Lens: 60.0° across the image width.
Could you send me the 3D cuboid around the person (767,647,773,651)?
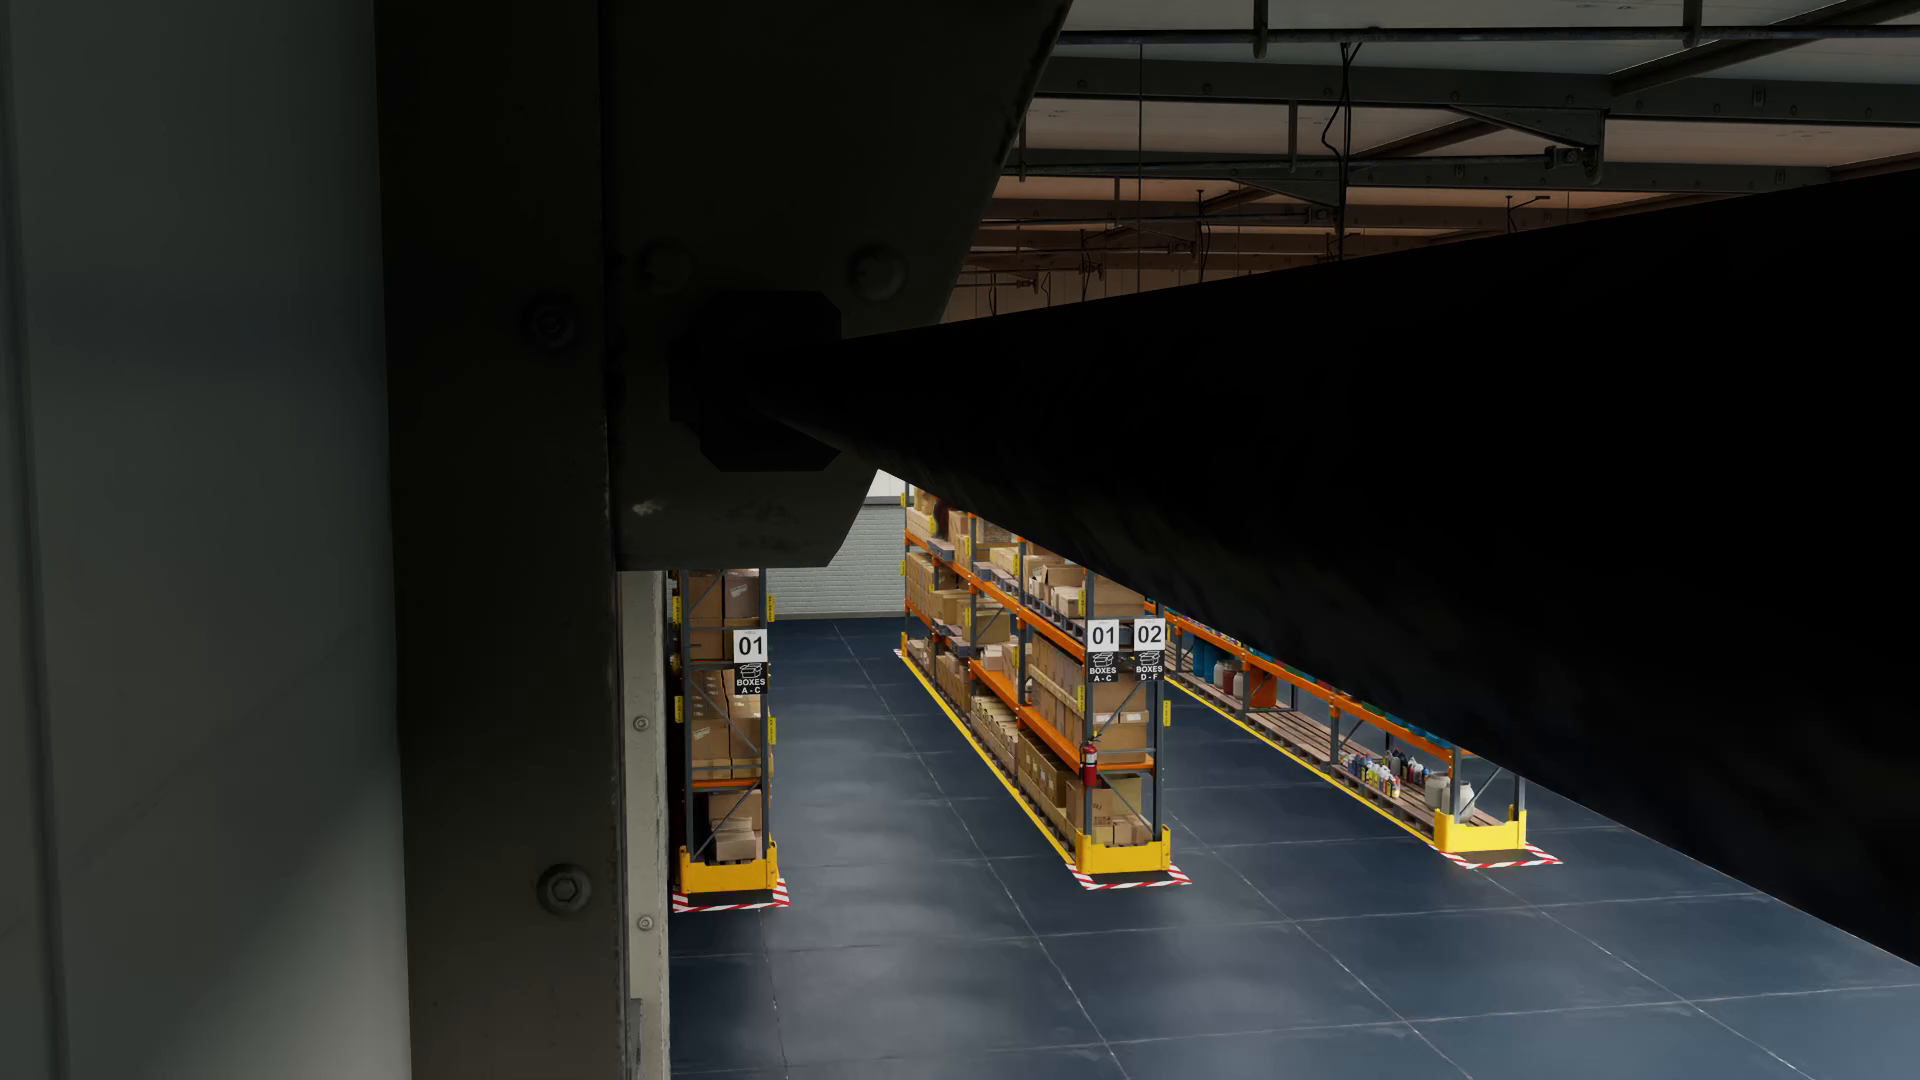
[{"bbox_3d":[-4.681,1.646,36.961,1.047,1.752,0.677,1,6,13],"label":"person"}]
